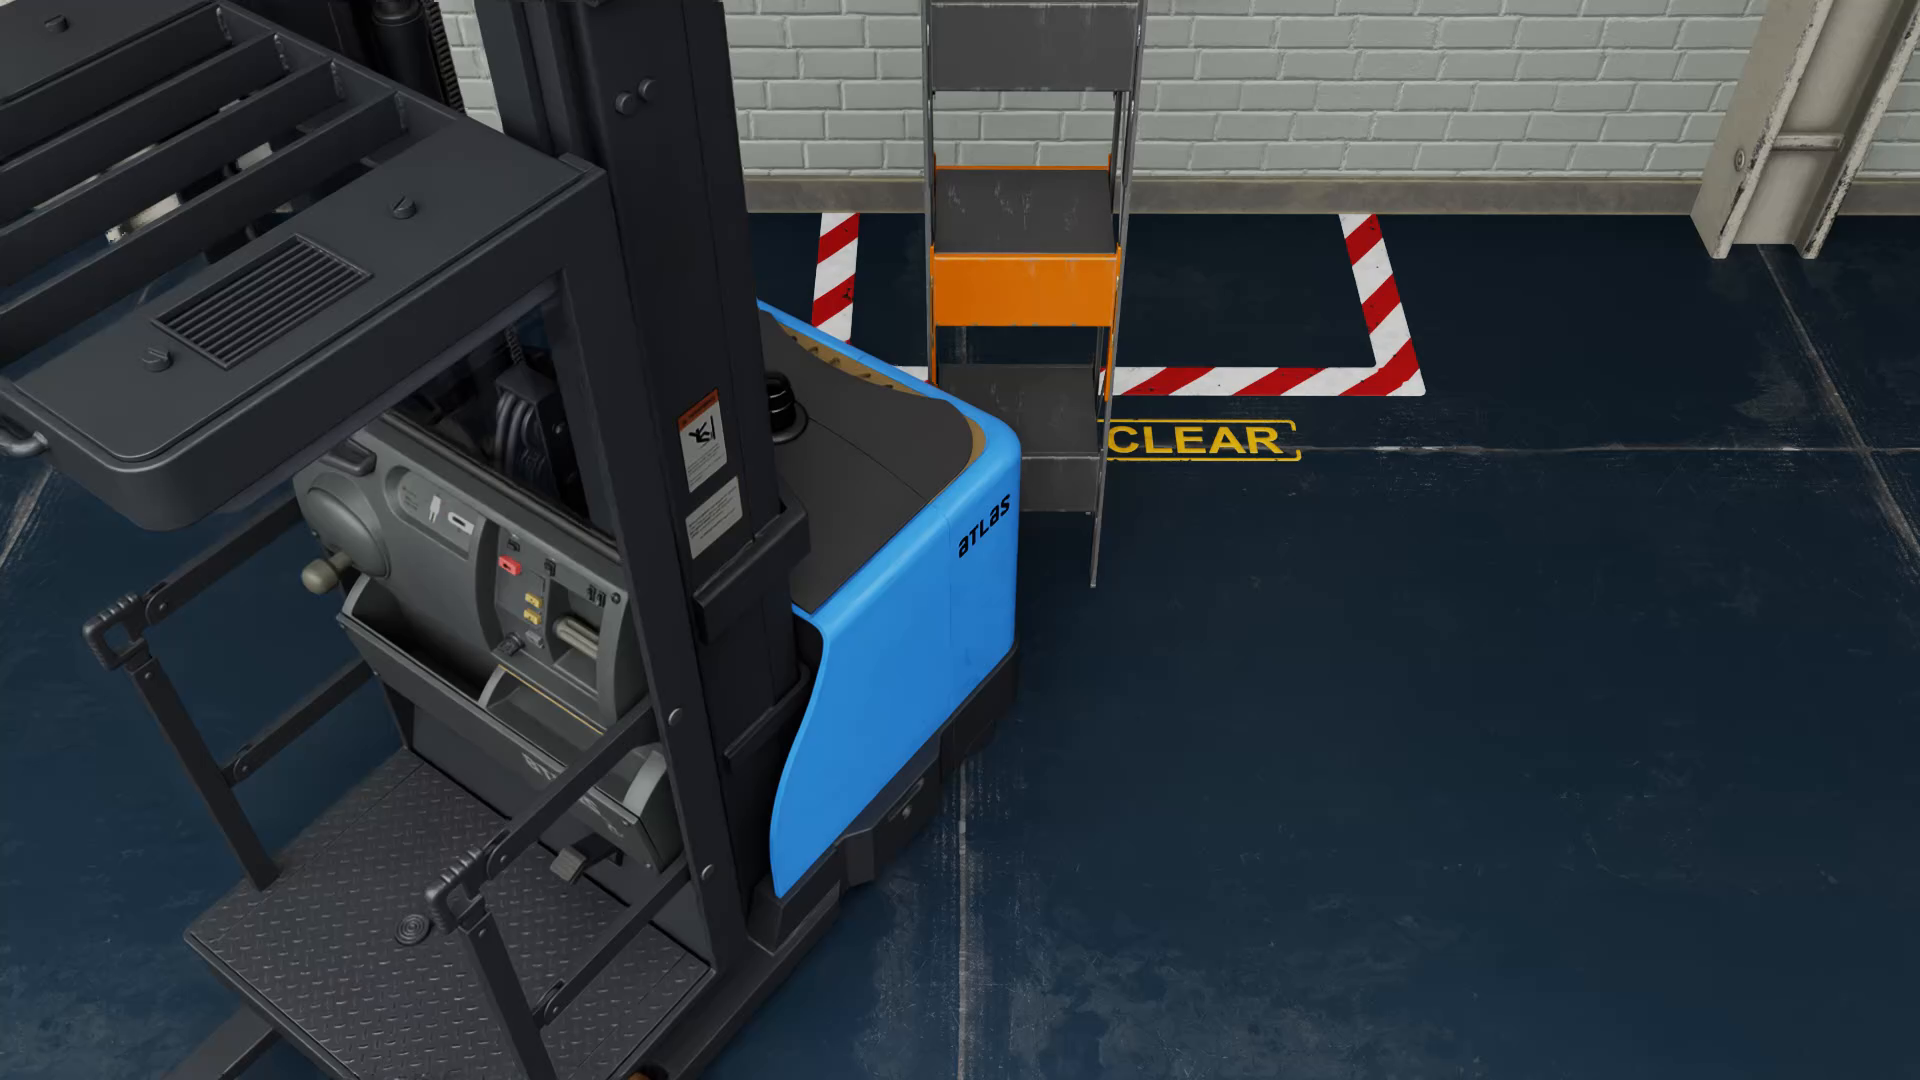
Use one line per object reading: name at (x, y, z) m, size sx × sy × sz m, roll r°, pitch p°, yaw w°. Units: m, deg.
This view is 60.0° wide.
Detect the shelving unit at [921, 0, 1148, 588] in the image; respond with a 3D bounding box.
shelving unit at (0.166, -0.715, 4.481) m, size 0.503 × 2.100 × 0.431 m, roll 0°, pitch 47°, yaw 0°

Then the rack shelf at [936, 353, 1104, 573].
rack shelf at (0.166, -0.229, 5.003) m, size 0.480 × 0.518 × 0.431 m, roll 0°, pitch 47°, yaw 0°

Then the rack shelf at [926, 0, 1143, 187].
rack shelf at (0.166, -1.183, 3.979) m, size 0.480 × 0.518 × 0.431 m, roll 0°, pitch 47°, yaw 0°

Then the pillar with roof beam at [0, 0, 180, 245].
pillar with roof beam at (-2.999, -1.100, 0.126) m, size 0.400 × 9.000 × 9.100 m, roll 0°, pitch 47°, yaw 0°

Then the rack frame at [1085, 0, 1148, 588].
rack frame at (0.410, -0.714, 4.480) m, size 0.015 × 2.100 × 0.400 m, roll 0°, pitch 47°, yaw 0°

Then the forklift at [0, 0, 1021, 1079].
forklift at (-1.114, 0.125, 3.131) m, size 1.130 × 2.935 × 3.031 m, roll 28°, pitch 53°, yaw 24°

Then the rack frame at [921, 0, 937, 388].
rack frame at (-0.078, -0.716, 4.482) m, size 0.015 × 2.100 × 0.400 m, roll 0°, pitch 47°, yaw 0°

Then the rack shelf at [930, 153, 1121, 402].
rack shelf at (0.166, -0.706, 4.491) m, size 0.480 × 0.518 × 0.431 m, roll 0°, pitch 47°, yaw 0°

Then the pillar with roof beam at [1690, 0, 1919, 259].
pillar with roof beam at (3.001, -1.084, 0.111) m, size 0.400 × 9.000 × 9.100 m, roll 0°, pitch 47°, yaw 0°
